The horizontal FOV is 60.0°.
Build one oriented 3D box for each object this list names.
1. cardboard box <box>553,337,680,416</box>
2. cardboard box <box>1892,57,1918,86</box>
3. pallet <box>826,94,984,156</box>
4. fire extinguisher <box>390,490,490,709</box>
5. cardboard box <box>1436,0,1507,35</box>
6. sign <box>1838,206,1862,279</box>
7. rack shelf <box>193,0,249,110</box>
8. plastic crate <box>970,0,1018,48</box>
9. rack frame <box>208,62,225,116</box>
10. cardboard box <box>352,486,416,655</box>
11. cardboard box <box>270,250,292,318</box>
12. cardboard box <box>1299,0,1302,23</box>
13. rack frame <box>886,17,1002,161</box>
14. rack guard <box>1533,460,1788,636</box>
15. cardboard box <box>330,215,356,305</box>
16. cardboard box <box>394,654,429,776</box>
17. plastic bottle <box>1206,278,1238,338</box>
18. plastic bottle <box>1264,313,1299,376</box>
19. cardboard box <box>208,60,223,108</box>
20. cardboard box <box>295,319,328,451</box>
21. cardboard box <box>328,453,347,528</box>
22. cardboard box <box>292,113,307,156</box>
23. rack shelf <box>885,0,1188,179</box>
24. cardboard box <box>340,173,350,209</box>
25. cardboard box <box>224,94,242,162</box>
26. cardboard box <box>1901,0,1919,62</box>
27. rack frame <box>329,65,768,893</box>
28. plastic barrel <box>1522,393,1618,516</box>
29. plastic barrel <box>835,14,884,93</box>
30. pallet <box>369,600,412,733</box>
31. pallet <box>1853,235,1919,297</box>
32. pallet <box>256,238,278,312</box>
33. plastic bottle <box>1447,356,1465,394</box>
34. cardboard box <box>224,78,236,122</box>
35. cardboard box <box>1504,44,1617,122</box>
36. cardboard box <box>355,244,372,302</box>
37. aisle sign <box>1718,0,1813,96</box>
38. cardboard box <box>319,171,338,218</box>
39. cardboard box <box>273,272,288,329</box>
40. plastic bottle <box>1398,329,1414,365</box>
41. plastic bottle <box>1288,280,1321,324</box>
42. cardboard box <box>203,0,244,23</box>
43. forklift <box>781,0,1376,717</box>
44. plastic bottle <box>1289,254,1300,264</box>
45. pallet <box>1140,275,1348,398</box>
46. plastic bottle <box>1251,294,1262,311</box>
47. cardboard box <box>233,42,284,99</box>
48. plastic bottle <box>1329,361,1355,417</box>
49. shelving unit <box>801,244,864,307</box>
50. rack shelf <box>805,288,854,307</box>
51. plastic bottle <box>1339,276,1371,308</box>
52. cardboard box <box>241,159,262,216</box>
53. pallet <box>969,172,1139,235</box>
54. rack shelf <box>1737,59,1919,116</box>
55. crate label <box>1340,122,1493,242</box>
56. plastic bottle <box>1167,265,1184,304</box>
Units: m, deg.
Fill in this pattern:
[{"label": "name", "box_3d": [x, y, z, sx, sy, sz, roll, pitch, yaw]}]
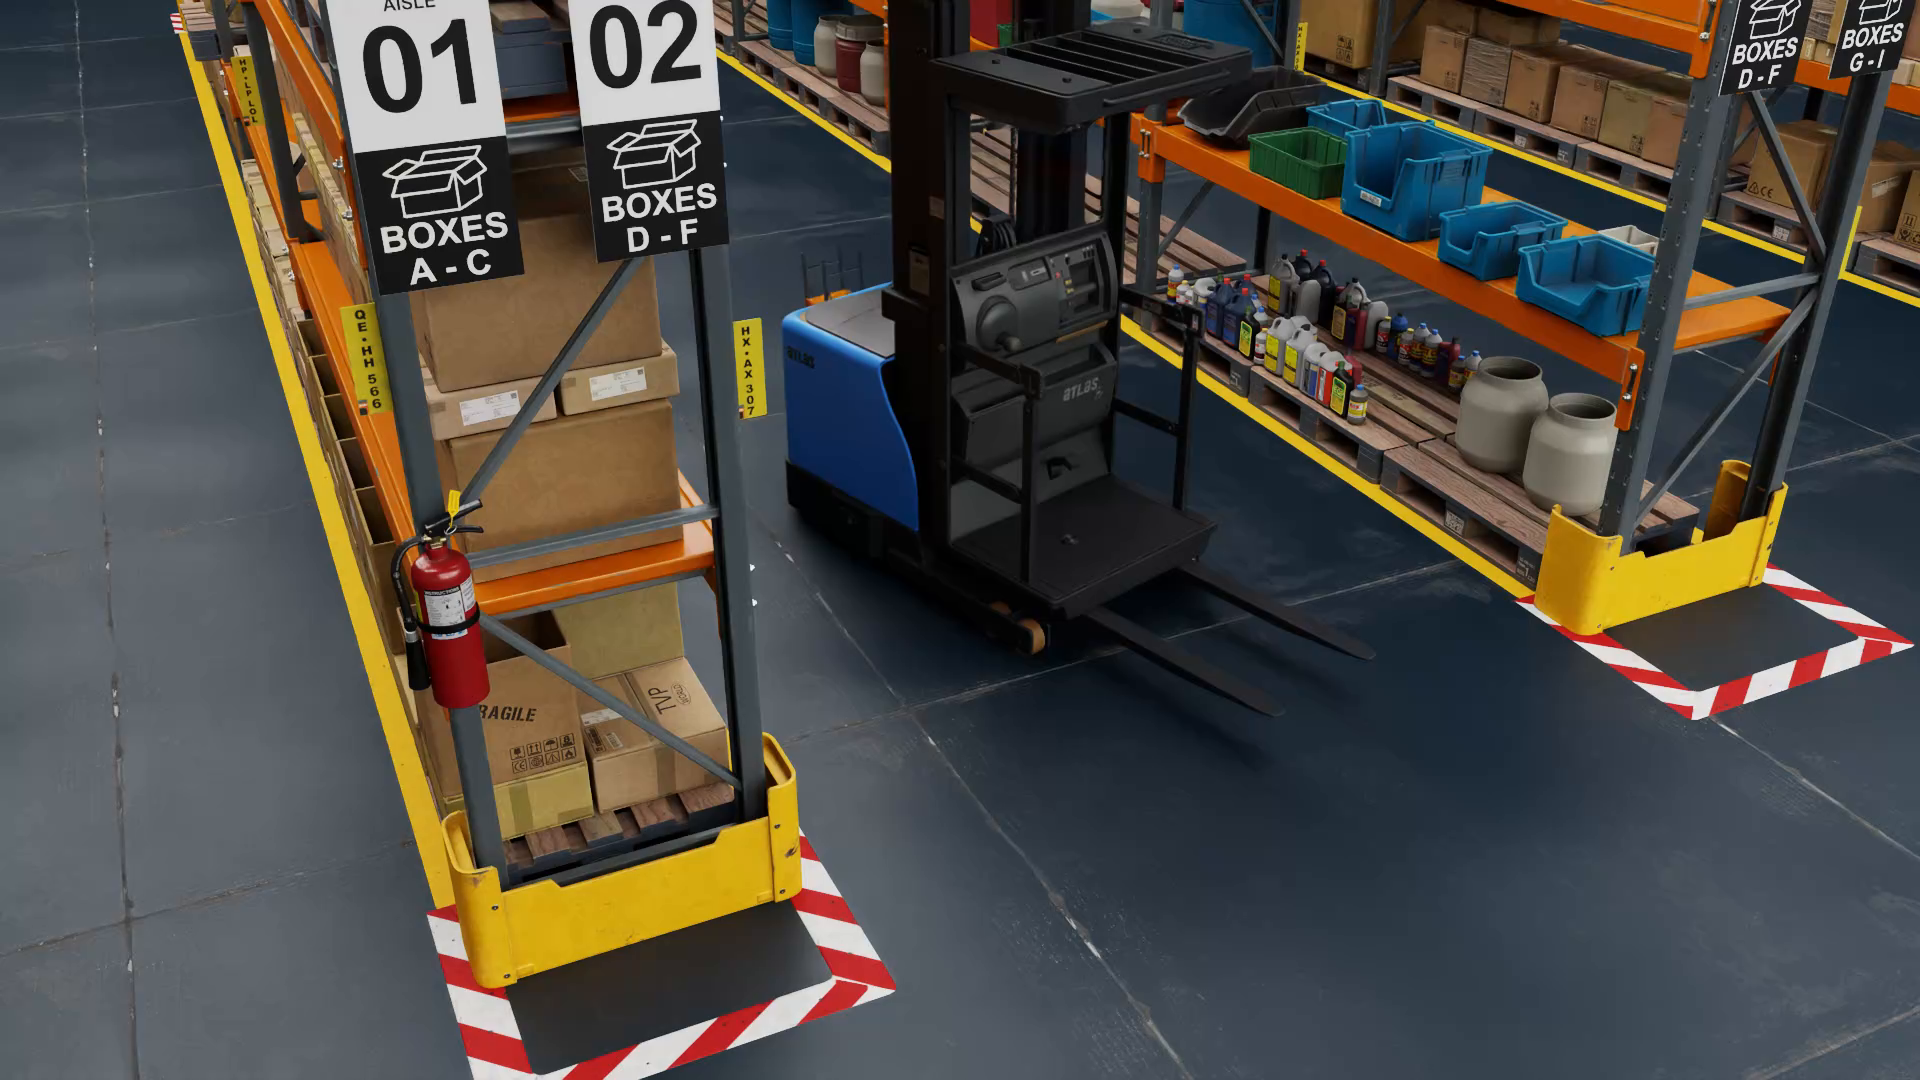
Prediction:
[{"label": "cardboard box", "box_3d": [-1.134, -0.549, 5.396, 0.380, 0.149, 0.250, -13, 32, -22]}, {"label": "cardboard box", "box_3d": [6.306, -3.136, 11.032, 0.380, 0.149, 0.250, -13, 32, -22]}, {"label": "pallet", "box_3d": [-0.495, -3.699, 14.631, 1.003, 0.211, 1.213, -13, 32, -22]}, {"label": "fire extinguisher", "box_3d": [-1.529, 0.180, 4.941, 0.296, 0.674, 0.183, -13, 32, -22]}, {"label": "cardboard box", "box_3d": [4.669, -4.755, 15.002, 0.500, 0.250, 0.500, -12, 31, -20]}, {"label": "sign", "box_3d": [3.814, -1.276, 7.176, 0.100, 0.325, 0.005, -13, 32, -22]}, {"label": "rack shelf", "box_3d": [-5.453, -4.107, 13.243, 1.077, 0.370, 4.000, -13, 32, -22]}, {"label": "plastic crate", "box_3d": [0.298, -3.826, 11.940, 0.402, 0.464, 0.583, -13, 32, -22]}, {"label": "rack frame", "box_3d": [-6.312, -5.304, 14.643, 1.000, 3.000, 0.127, -13, 32, -22]}, {"label": "cardboard box", "box_3d": [-2.101, 0.072, 6.669, 0.500, 0.500, 0.500, -13, 32, -22]}, {"label": "cardboard box", "box_3d": [-3.751, -1.567, 9.786, 0.500, 0.311, 0.500, -13, 32, -22]}, {"label": "cardboard box", "box_3d": [3.701, -5.577, 16.872, 1.225, 0.875, 0.875, -13, 32, -22]}, {"label": "rack frame", "box_3d": [-0.119, -4.576, 13.343, 1.000, 3.000, 0.127, -13, 32, -22]}, {"label": "rack guard", "box_3d": [3.240, 0.025, 7.695, 1.175, 0.500, 0.348, -13, 32, -22]}, {"label": "cardboard box", "box_3d": [-2.449, -1.388, 7.556, 0.700, 0.500, 0.500, -13, 32, -22]}, {"label": "cardboard box", "box_3d": [-1.882, 0.619, 6.461, 0.500, 0.250, 0.500, -13, 32, -22]}, {"label": "plastic bottle", "box_3d": [1.570, -1.402, 9.941, 0.144, 0.351, 0.185, -12, 32, -21]}, {"label": "plastic bottle", "box_3d": [1.833, -1.131, 9.458, 0.144, 0.351, 0.185, -13, 32, -22]}, {"label": "cardboard box", "box_3d": [-6.324, -4.141, 14.674, 0.500, 0.500, 0.500, -15, 32, -24]}, {"label": "cardboard box", "box_3d": [-2.961, -0.811, 8.244, 0.500, 0.500, 0.500, -13, 32, -22]}, {"label": "cardboard box", "box_3d": [-2.742, -0.264, 8.036, 0.500, 0.250, 0.500, -13, 32, -22]}, {"label": "cardboard box", "box_3d": [-2.937, -1.938, 7.873, 0.380, 0.149, 0.250, -13, 32, -22]}, {"label": "rack shelf", "box_3d": [0.740, -3.379, 11.944, 1.077, 0.370, 4.000, -13, 32, -22]}, {"label": "cardboard box", "box_3d": [-2.035, -1.520, 6.466, 0.700, 0.500, 0.500, -13, 32, -22]}, {"label": "cardboard box", "box_3d": [-5.430, -3.232, 13.052, 0.500, 0.500, 0.500, -14, 32, -24]}, {"label": "cardboard box", "box_3d": [6.697, -3.383, 10.809, 0.875, 0.500, 0.500, -13, 32, -22]}, {"label": "rack frame", "box_3d": [-1.160, -0.004, 5.190, 1.000, 3.000, 0.127, -13, 32, -22]}, {"label": "plastic barrel", "box_3d": [2.964, -0.415, 8.037, 0.421, 0.512, 0.421, 0, 29, 0]}, {"label": "plastic barrel", "box_3d": [-0.829, -4.419, 15.099, 0.600, 0.588, 0.708, -13, 32, -22]}, {"label": "pallet", "box_3d": [-2.046, 0.345, 7.418, 1.003, 0.211, 1.213, -13, 32, -22]}, {"label": "pallet", "box_3d": [6.919, -1.804, 11.251, 1.003, 0.211, 1.213, -13, 32, -22]}, {"label": "pallet", "box_3d": [-4.276, -1.949, 11.511, 1.003, 0.211, 1.213, -13, 32, -22]}, {"label": "plastic bottle", "box_3d": [2.774, -0.925, 9.245, 0.097, 0.201, 0.097, 0, 29, 0]}, {"label": "cardboard box", "box_3d": [-5.236, -3.354, 12.504, 0.500, 0.250, 0.500, -12, 31, -20]}, {"label": "cardboard box", "box_3d": [5.159, -3.934, 14.305, 0.700, 0.500, 0.500, -10, 31, -18]}, {"label": "cardboard box", "box_3d": [-2.053, -1.031, 6.256, 0.380, 0.149, 0.250, -12, 32, -21]}, {"label": "aisle sign", "box_3d": [3.078, -2.082, 6.238, 0.394, 0.787, 0.004, -13, 32, -22]}, {"label": "cardboard box", "box_3d": [-2.497, -1.487, 7.069, 0.380, 0.149, 0.250, -14, 32, -24]}, {"label": "cardboard box", "box_3d": [-3.970, -1.551, 10.332, 0.500, 0.250, 0.500, -12, 32, -21]}, {"label": "plastic bottle", "box_3d": [2.586, -1.119, 9.590, 0.097, 0.201, 0.097, 0, 29, 0]}, {"label": "plastic bottle", "box_3d": [2.094, -1.462, 10.125, 0.152, 0.276, 0.135, -13, 32, -22]}, {"label": "cardboard box", "box_3d": [-4.966, -4.019, 11.818, 0.700, 0.500, 0.500, -26, 38, -38]}, {"label": "forklift", "box_3d": [0.481, -1.047, 7.121, 1.130, 2.935, 3.031, -24, 37, -36]}, {"label": "plastic bottle", "box_3d": [2.103, -1.673, 10.494, 0.061, 0.283, 0.133, -11, 31, -20]}, {"label": "pallet", "box_3d": [1.849, -1.287, 10.330, 1.003, 0.211, 1.213, -13, 32, -22]}, {"label": "plastic bottle", "box_3d": [1.741, -1.328, 9.892, 0.097, 0.271, 0.097, 0, 29, 0]}, {"label": "cardboard box", "box_3d": [-4.385, -3.063, 10.736, 0.500, 0.311, 0.500, -13, 32, -23]}, {"label": "plastic bottle", "box_3d": [2.064, -0.816, 8.966, 0.061, 0.283, 0.133, -12, 32, -21]}, {"label": "shelving unit", "box_3d": [-0.619, -0.910, 8.634, 0.258, 1.200, 0.189, -21, 31, -33]}, {"label": "rack shelf", "box_3d": [-0.634, -1.194, 8.498, 0.258, 0.103, 0.180, -21, 31, -33]}, {"label": "plastic bottle", "box_3d": [2.356, -1.394, 9.928, 0.144, 0.351, 0.185, -13, 32, -22]}, {"label": "cardboard box", "box_3d": [-4.635, -2.473, 11.402, 0.500, 0.311, 0.500, -12, 31, -20]}, {"label": "pallet", "box_3d": [0.698, -2.471, 12.441, 1.003, 0.211, 1.213, -13, 32, -22]}, {"label": "rack shelf", "box_3d": [6.930, -2.652, 10.647, 1.077, 0.370, 4.000, -13, 32, -22]}, {"label": "crate label", "box_3d": [2.281, -1.814, 8.381, 0.502, 0.435, 0.616, -13, 32, -22]}, {"label": "plastic bottle", "box_3d": [1.339, -1.578, 10.337, 0.097, 0.271, 0.097, 0, 29, 0]}]
